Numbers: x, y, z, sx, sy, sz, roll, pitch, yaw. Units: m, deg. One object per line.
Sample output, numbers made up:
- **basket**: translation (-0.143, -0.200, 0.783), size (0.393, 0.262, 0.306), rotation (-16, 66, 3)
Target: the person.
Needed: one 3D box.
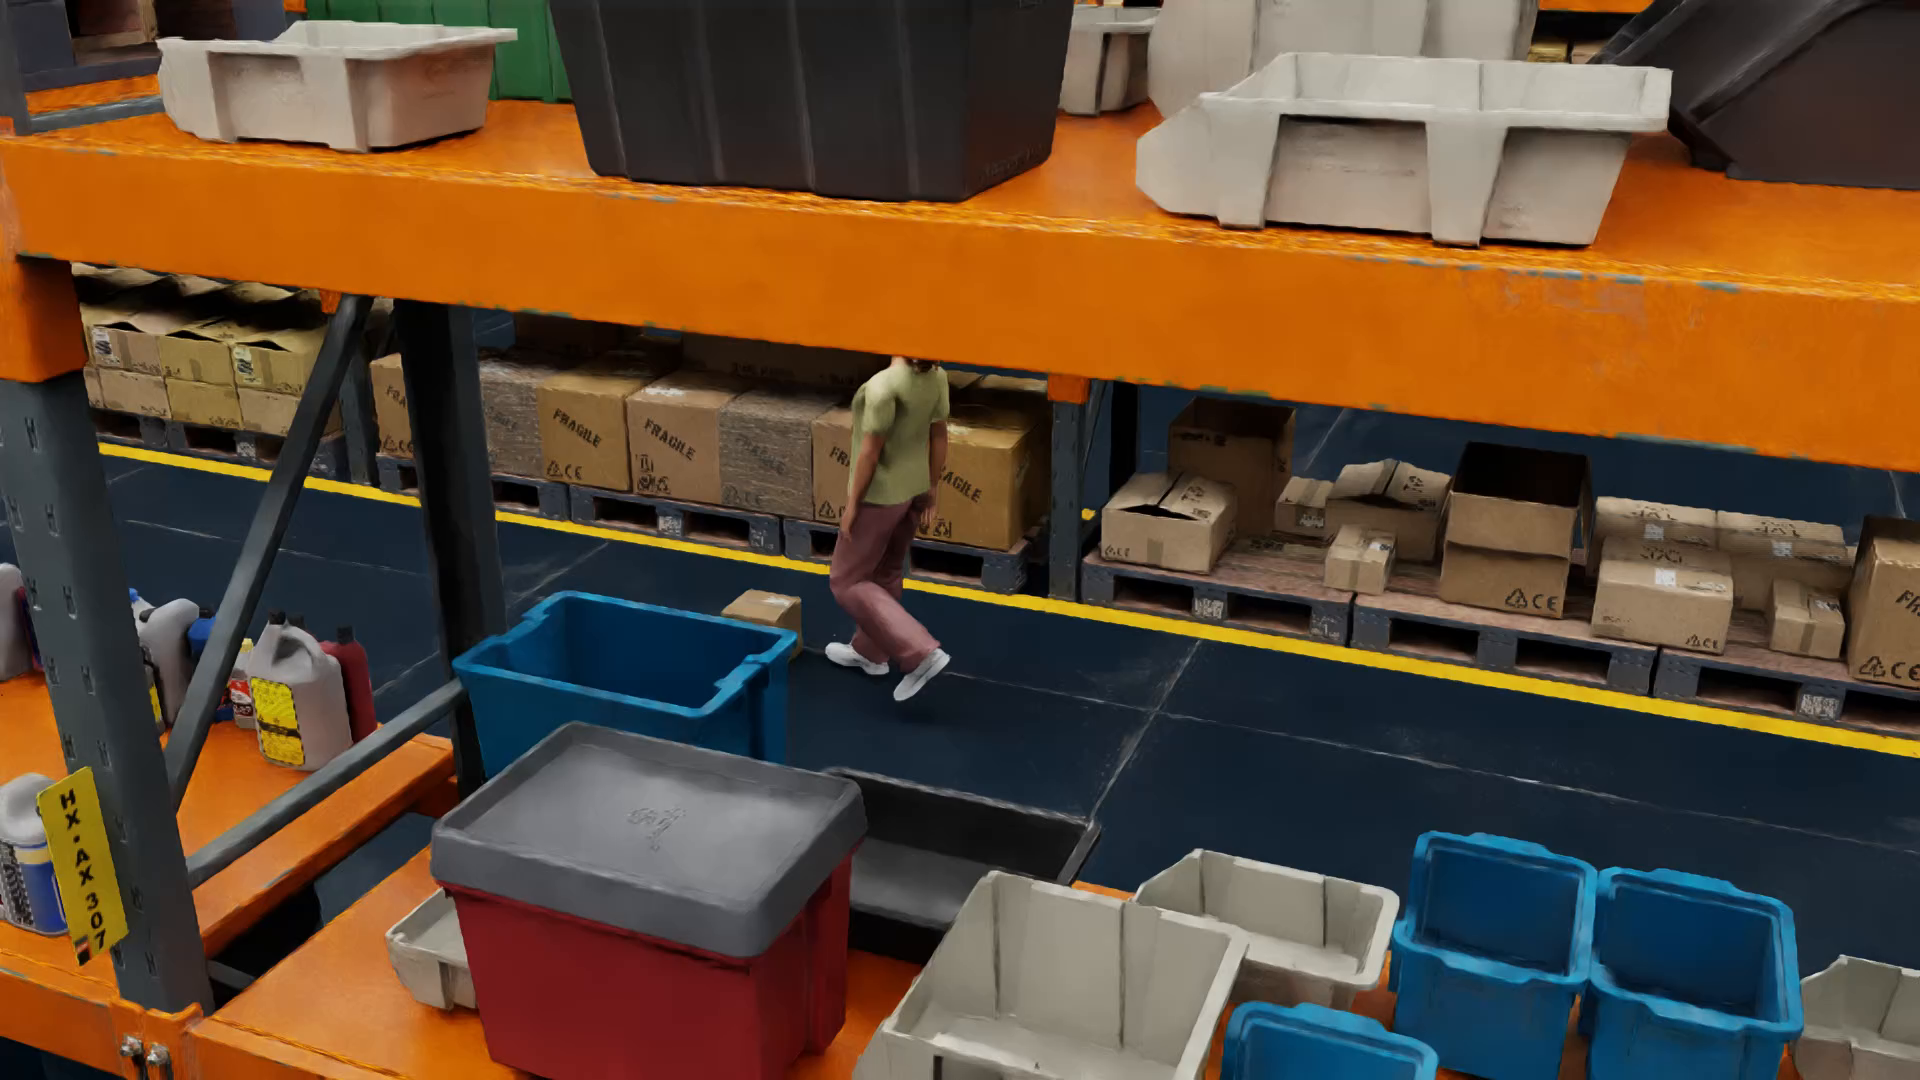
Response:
- **person**: translation (-0.286, -0.169, 6.476), size (0.754, 1.650, 0.461), rotation (15, 27, 32)
